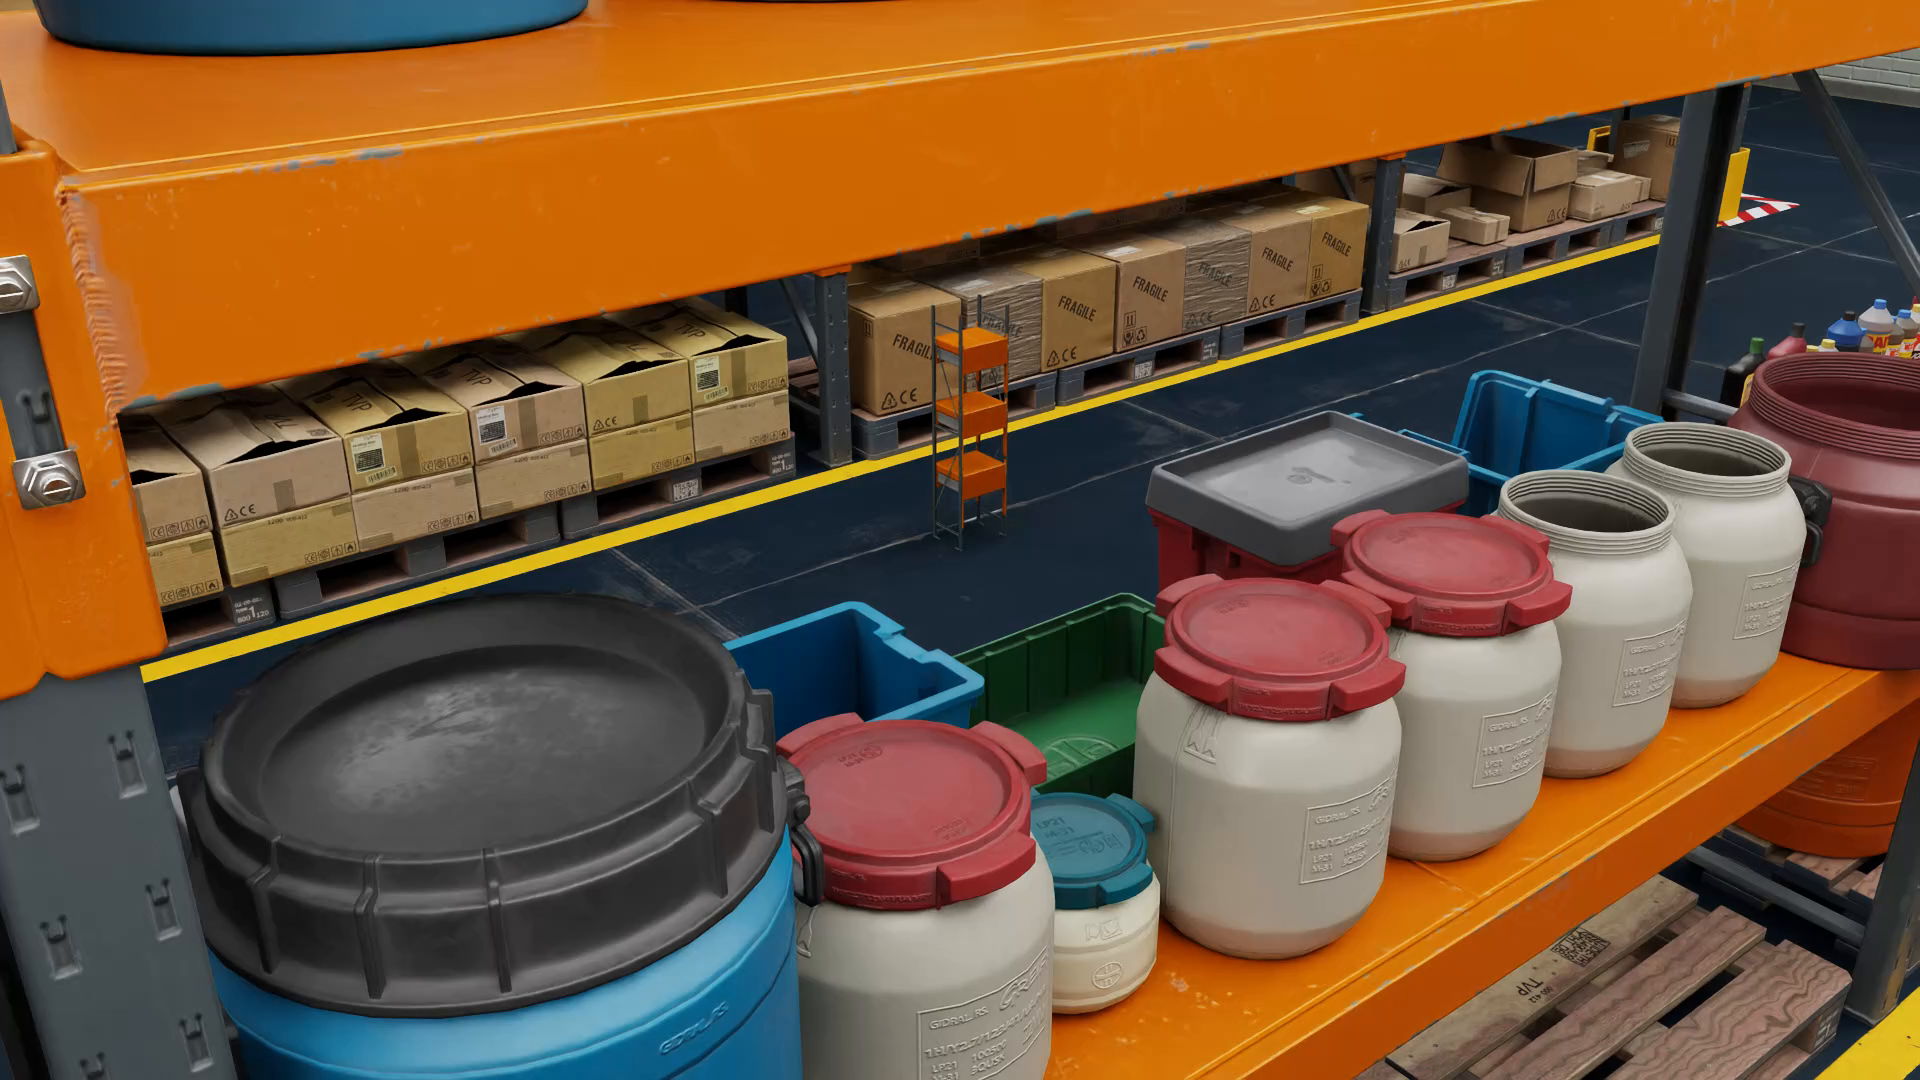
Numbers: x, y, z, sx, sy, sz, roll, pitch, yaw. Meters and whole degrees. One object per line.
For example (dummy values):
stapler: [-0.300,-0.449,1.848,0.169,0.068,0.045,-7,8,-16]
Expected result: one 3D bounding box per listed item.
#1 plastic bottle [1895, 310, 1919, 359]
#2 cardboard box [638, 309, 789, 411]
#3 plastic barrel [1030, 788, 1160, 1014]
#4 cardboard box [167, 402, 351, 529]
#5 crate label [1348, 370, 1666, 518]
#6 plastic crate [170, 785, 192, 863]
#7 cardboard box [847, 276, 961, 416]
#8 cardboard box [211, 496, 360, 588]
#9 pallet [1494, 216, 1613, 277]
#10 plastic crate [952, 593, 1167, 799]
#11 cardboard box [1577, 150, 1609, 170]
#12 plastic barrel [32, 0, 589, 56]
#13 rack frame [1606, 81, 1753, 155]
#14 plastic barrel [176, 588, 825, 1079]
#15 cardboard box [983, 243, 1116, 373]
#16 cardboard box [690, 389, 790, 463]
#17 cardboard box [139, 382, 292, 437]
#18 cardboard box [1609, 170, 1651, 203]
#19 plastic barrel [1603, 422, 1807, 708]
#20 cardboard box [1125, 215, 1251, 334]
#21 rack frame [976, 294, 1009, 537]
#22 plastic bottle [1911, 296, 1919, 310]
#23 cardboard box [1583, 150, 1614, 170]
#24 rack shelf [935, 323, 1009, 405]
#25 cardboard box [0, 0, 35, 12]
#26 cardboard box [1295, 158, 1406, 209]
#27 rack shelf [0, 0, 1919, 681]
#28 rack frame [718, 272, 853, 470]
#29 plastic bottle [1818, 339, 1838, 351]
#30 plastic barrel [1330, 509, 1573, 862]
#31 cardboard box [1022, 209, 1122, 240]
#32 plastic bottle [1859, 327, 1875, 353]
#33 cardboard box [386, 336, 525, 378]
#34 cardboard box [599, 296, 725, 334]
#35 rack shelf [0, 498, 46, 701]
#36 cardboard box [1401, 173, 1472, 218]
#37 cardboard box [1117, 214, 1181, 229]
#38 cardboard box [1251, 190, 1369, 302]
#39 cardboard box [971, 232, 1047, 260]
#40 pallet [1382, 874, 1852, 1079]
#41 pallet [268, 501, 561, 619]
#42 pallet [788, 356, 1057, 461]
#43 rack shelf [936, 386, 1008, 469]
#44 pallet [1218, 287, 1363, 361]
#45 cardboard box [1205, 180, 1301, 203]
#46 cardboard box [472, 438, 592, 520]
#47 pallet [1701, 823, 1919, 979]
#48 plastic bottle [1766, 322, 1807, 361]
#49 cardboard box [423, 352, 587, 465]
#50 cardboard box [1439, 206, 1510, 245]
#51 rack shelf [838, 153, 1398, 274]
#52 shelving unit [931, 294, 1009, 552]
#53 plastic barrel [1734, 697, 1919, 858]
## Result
plastic bottle: [2.977,-0.630,5.279,0.097,0.201,0.097,0,25,0]
cardboard box: [-1.135,-0.860,7.640,0.500,0.311,0.500,-17,30,-33]
plastic barrel: [0.168,0.571,2.621,0.301,0.262,0.301,0,25,0]
cardboard box: [-2.740,-0.326,6.491,0.500,0.311,0.500,-19,31,-36]
crate label: [1.230,-0.085,3.829,0.616,0.435,0.502,-18,31,-34]
plastic crate: [-0.776,0.545,2.436,0.583,0.464,0.402,-18,31,-34]
cardboard box: [-0.340,-0.969,8.221,0.500,0.500,0.500,-17,30,-32]
cardboard box: [-2.743,-0.074,6.614,0.500,0.250,0.500,-19,31,-36]
pallet: [3.775,-2.150,11.633,1.213,0.211,1.003,-18,31,-34]
plastic crate: [0.228,0.352,3.181,0.662,0.188,0.450,-18,31,-34]
cardboard box: [4.424,-2.733,12.319,0.500,0.250,0.500,-18,31,-34]
plastic barrel: [-0.702,-0.991,1.663,0.708,0.901,0.600,-18,31,-34]
rack frame: [5.421,-3.958,12.215,0.127,3.000,1.000,-18,31,-34]
plastic barrel: [-0.478,0.574,1.855,0.708,0.901,0.600,-18,31,-34]
cardboard box: [0.466,-1.235,8.795,0.500,0.500,0.500,-19,31,-35]
cardboard box: [-1.138,-0.605,7.759,0.500,0.250,0.500,-17,30,-33]
cardboard box: [-3.081,-0.504,6.875,0.500,0.311,0.500,-18,31,-34]
cardboard box: [4.771,-2.574,12.076,0.250,0.166,0.380,-18,31,-34]
plastic barrel: [1.501,0.050,3.447,0.421,0.512,0.421,0,25,0]
cardboard box: [1.273,-1.505,9.377,0.500,0.500,0.500,-18,30,-33]
rack frame: [0.138,-0.522,7.127,0.008,1.050,0.200,-18,31,-34]
plastic bottle: [3.134,-0.728,5.394,0.133,0.283,0.061,-18,31,-34]
cardboard box: [4.879,-2.869,12.733,0.250,0.149,0.380,-18,31,-34]
rack shelf: [0.042,-0.738,6.944,0.240,0.259,0.215,-18,31,-34]
cardboard box: [-5.717,-3.171,9.877,0.500,0.500,0.700,-14,28,-27]
cardboard box: [2.546,-2.226,10.931,0.500,0.500,0.500,-18,31,-34]
rack shelf: [0.605,-0.752,2.600,4.000,0.370,1.077,-18,31,-34]
rack frame: [-0.875,-1.880,7.737,0.127,3.000,1.000,-18,31,-34]
plastic bottle: [2.594,-0.503,5.007,0.097,0.201,0.097,0,25,0]
plastic barrel: [0.837,0.261,2.963,0.433,0.535,0.433,0,25,0]
cardboard box: [0.561,-1.889,9.314,0.500,0.250,0.500,-19,31,-35]
plastic bottle: [2.748,-0.554,5.116,0.097,0.201,0.097,0,25,0]
cardboard box: [-2.279,-0.767,7.442,0.500,0.311,0.500,-19,31,-35]
cardboard box: [-1.468,-1.038,8.026,0.500,0.311,0.500,-17,30,-32]
rack shelf: [-2.542,0.287,0.361,4.000,0.370,1.077,-18,31,-34]
cardboard box: [3.137,-2.335,11.390,0.500,0.311,0.500,-18,31,-34]
cardboard box: [0.931,-1.670,9.732,0.500,0.500,0.500,-18,30,-33]
cardboard box: [2.062,-1.761,9.928,0.500,0.500,0.500,-18,31,-34]
cardboard box: [0.124,-1.400,9.151,0.500,0.500,0.500,-20,31,-36]
pallet: [1.545,1.216,4.380,1.213,0.211,1.003,-18,31,-34]
pallet: [-2.506,-0.099,7.212,1.213,0.211,1.003,-18,31,-34]
pallet: [-0.264,-0.796,8.715,1.213,0.211,1.003,-18,31,-34]
rack shelf: [0.042,-0.480,7.063,0.240,0.259,0.215,-18,31,-34]
pallet: [1.656,-1.430,10.080,1.213,0.211,1.003,-18,31,-34]
cardboard box: [1.742,-1.939,10.312,0.500,0.500,0.500,-20,31,-36]
cardboard box: [-1.939,-0.341,7.188,0.500,0.250,0.500,-17,30,-33]
pallet: [2.774,0.809,5.257,1.213,0.211,1.003,-18,31,-34]
plastic bottle: [2.416,-0.491,4.884,0.133,0.283,0.061,-18,31,-34]
cardboard box: [-1.939,-0.592,7.064,0.500,0.311,0.500,-18,31,-34]
cardboard box: [3.411,-2.098,11.051,0.250,0.166,0.380,-18,31,-34]
rack shelf: [0.699,-2.073,9.008,4.000,0.370,1.077,-18,31,-34]
shelving unit: [0.042,-0.490,7.059,0.252,1.050,0.215,-18,31,-34]
plastic barrel: [2.554,0.423,4.853,0.708,0.830,0.600,-18,31,-34]
